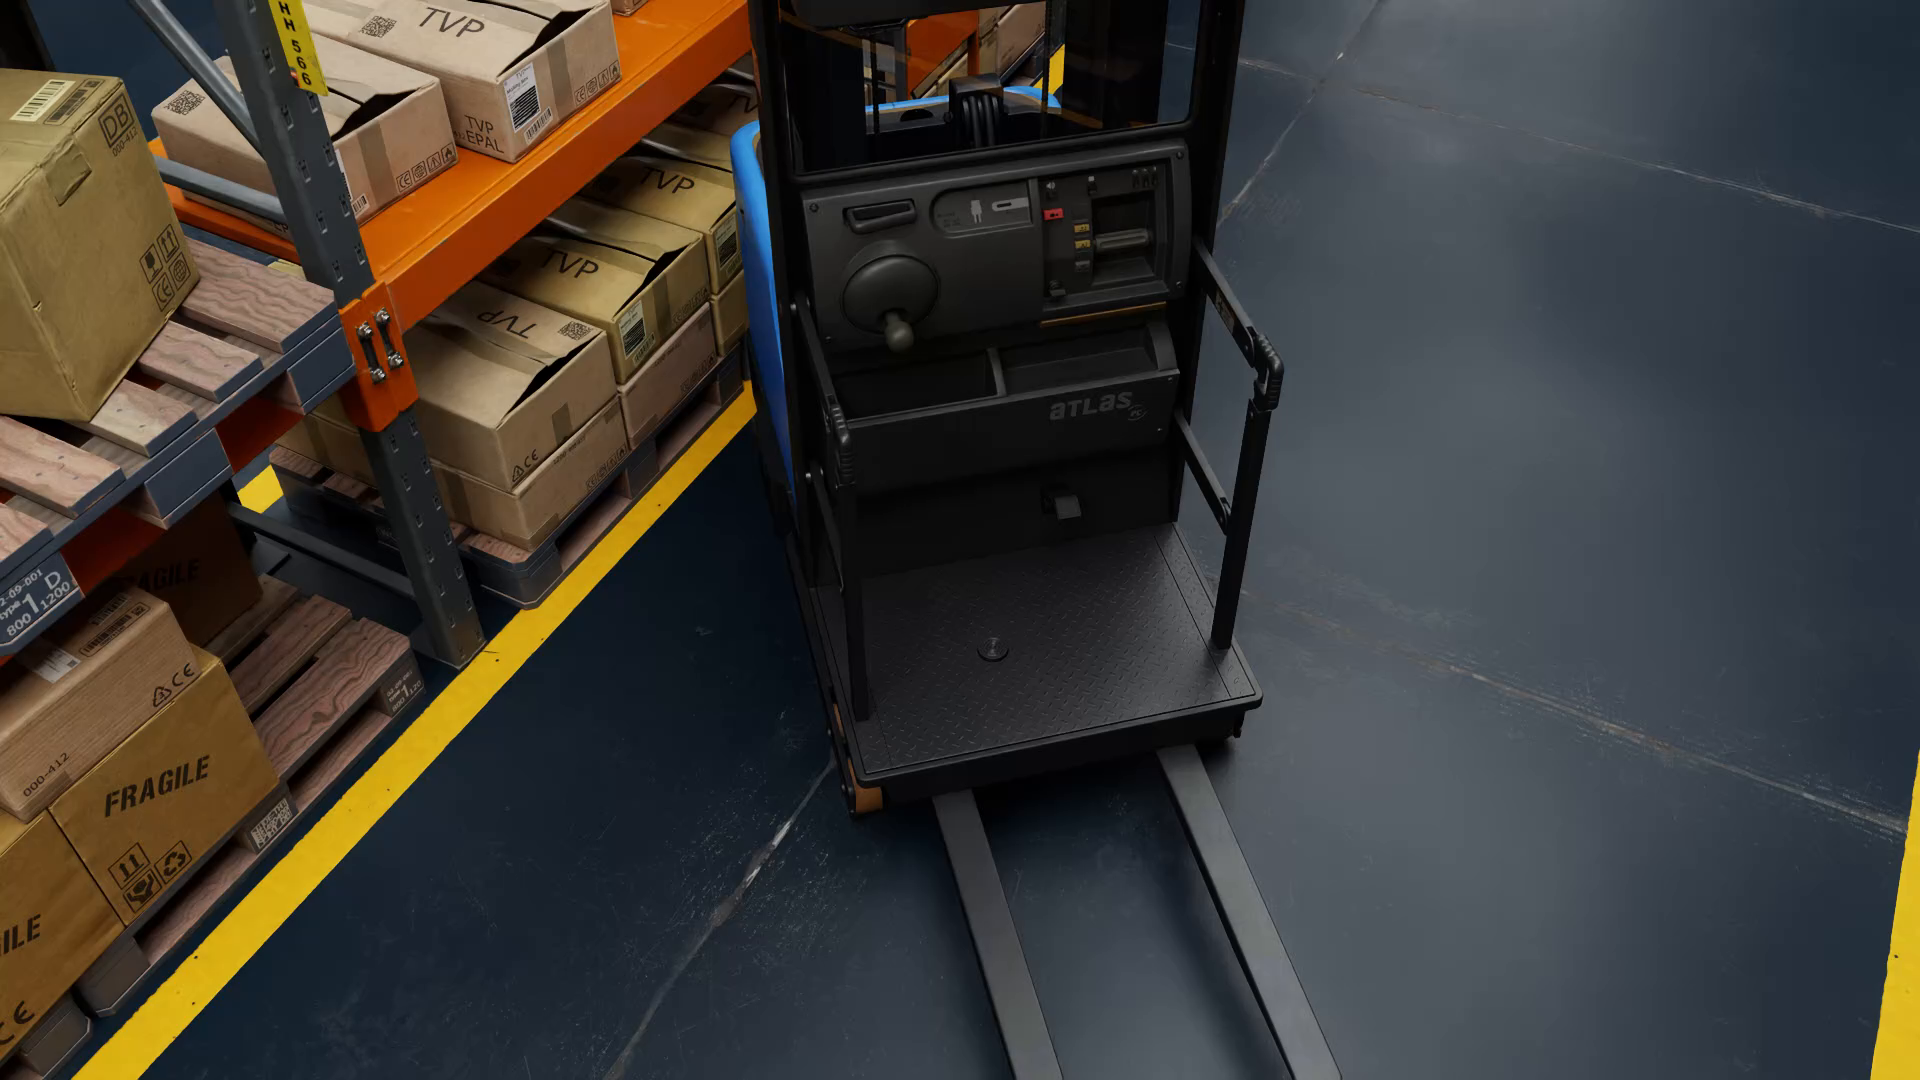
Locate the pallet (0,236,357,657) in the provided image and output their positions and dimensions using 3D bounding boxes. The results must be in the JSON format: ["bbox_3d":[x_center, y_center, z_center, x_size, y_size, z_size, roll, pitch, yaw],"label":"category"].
[{"bbox_3d":[-2.127,-0.353,3.624,1.213,0.211,1.003,20,49,19],"label":"pallet"}]

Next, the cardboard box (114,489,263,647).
[{"bbox_3d":[-2.339,0.046,4.544,0.500,0.500,0.500,22,49,21],"label":"cardboard box"}]

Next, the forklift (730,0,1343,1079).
[{"bbox_3d":[0.155,-0.598,3.781,1.130,2.935,3.031,-10,46,-10],"label":"forklift"}]

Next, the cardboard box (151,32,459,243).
[{"bbox_3d":[-1.667,-1.054,4.245,0.500,0.311,0.500,23,50,21],"label":"cardboard box"}]

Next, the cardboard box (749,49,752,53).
[{"bbox_3d":[-0.907,-1.950,6.312,0.500,0.311,0.500,19,48,18],"label":"cardboard box"}]

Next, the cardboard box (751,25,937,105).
[{"bbox_3d":[-0.422,-1.775,6.139,0.500,0.311,0.500,20,49,19],"label":"cardboard box"}]

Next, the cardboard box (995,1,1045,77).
[{"bbox_3d":[0.046,-2.214,6.967,0.500,0.250,0.500,20,49,19],"label":"cardboard box"}]

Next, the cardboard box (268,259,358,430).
[{"bbox_3d":[-1.850,-0.660,5.037,0.500,0.311,0.500,22,49,20],"label":"cardboard box"}]

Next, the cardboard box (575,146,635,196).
[{"bbox_3d":[-1.378,-1.306,5.676,0.500,0.311,0.500,20,49,19],"label":"cardboard box"}]

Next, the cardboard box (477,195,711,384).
[{"bbox_3d":[-1.135,-0.815,5.190,0.500,0.311,0.500,19,48,18],"label":"cardboard box"}]

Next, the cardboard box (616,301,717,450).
[{"bbox_3d":[-1.139,-0.601,5.373,0.500,0.250,0.500,19,48,18],"label":"cardboard box"}]

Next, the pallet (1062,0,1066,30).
[{"bbox_3d":[0.388,-2.897,7.965,1.003,0.211,1.213,20,49,19],"label":"pallet"}]

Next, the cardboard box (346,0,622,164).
[{"bbox_3d":[-1.288,-1.338,4.527,0.500,0.311,0.500,20,49,19],"label":"cardboard box"}]

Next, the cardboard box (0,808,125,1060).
[{"bbox_3d":[-2.342,0.846,3.753,0.500,0.500,0.500,19,48,18],"label":"cardboard box"}]

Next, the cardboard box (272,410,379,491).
[{"bbox_3d":[-1.847,-0.463,5.237,0.500,0.250,0.500,22,49,20],"label":"cardboard box"}]

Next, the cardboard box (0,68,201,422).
[{"bbox_3d":[-2.067,-0.619,3.387,0.700,0.500,0.500,6,46,6],"label":"cardboard box"}]

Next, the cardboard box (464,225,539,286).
[{"bbox_3d":[-1.614,-0.989,5.363,0.500,0.311,0.500,20,49,18],"label":"cardboard box"}]

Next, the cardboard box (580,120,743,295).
[{"bbox_3d":[-0.896,-1.136,5.507,0.500,0.311,0.500,19,48,18],"label":"cardboard box"}]

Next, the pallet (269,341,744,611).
[{"bbox_3d":[-1.458,-0.396,5.493,1.003,0.211,1.213,20,49,19],"label":"pallet"}]

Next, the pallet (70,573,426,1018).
[{"bbox_3d":[-2.255,0.568,4.540,1.003,0.211,1.213,20,49,19],"label":"pallet"}]

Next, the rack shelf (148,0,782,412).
[{"bbox_3d":[-0.946,-1.877,5.502,1.077,0.370,4.000,20,49,19],"label":"rack shelf"}]

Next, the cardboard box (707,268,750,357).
[{"bbox_3d":[-0.903,-0.931,5.699,0.500,0.250,0.500,19,48,18],"label":"cardboard box"}]

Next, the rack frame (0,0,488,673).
[{"bbox_3d":[-1.875,-0.870,4.001,1.000,3.000,0.127,20,49,19],"label":"rack frame"}]

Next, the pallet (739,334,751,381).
[{"bbox_3d":[-0.891,-1.162,6.250,1.003,0.211,1.213,20,49,19],"label":"pallet"}]

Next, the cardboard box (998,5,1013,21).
[{"bbox_3d":[0.048,-2.419,6.775,0.500,0.311,0.500,20,49,19],"label":"cardboard box"}]

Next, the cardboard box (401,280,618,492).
[{"bbox_3d":[-1.372,-0.481,4.861,0.500,0.311,0.500,22,49,20],"label":"cardboard box"}]

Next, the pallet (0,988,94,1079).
[{"bbox_3d":[-2.822,1.333,3.784,1.003,0.211,1.213,20,49,19],"label":"pallet"}]

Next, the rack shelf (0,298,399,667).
[{"bbox_3d":[-2.803,0.643,3.012,1.077,0.370,4.000,20,49,19],"label":"rack shelf"}]

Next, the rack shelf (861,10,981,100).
[{"bbox_3d":[-0.231,-1.588,5.355,0.431,0.518,0.480,20,48,19],"label":"rack shelf"}]

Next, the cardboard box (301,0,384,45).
[{"bbox_3d":[-1.702,-1.440,4.741,0.380,0.149,0.250,20,49,19],"label":"cardboard box"}]

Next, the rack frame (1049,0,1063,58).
[{"bbox_3d":[-0.018,-3.390,6.492,1.000,3.000,0.127,20,49,19],"label":"rack frame"}]

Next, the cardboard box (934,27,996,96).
[{"bbox_3d":[-0.190,-1.896,6.653,0.500,0.250,0.500,20,49,18],"label":"cardboard box"}]

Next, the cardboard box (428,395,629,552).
[{"bbox_3d":[-1.372,-0.284,5.060,0.500,0.250,0.500,20,49,19],"label":"cardboard box"}]

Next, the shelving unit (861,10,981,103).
[{"bbox_3d":[-0.231,-1.597,5.346,0.431,2.100,0.503,20,48,19],"label":"shelving unit"}]

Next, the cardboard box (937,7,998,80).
[{"bbox_3d":[-0.188,-2.089,6.449,0.500,0.311,0.500,22,49,20],"label":"cardboard box"}]

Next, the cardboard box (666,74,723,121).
[{"bbox_3d":[-1.143,-1.621,5.987,0.500,0.311,0.500,22,49,20],"label":"cardboard box"}]

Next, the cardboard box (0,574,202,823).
[{"bbox_3d":[-2.124,0.294,3.772,0.500,0.250,0.500,22,49,21],"label":"cardboard box"}]

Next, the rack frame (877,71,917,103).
[{"bbox_3d":[-0.119,-1.751,5.499,0.400,2.100,0.015,20,48,19],"label":"rack frame"}]

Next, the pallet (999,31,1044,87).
[{"bbox_3d":[-0.325,-1.933,7.012,1.003,0.211,1.213,20,49,19],"label":"pallet"}]

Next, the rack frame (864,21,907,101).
[{"bbox_3d":[-0.343,-1.444,5.192,0.400,2.100,0.015,20,48,19],"label":"rack frame"}]

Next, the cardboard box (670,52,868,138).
[{"bbox_3d":[-0.658,-1.460,5.827,0.500,0.311,0.500,20,49,19],"label":"cardboard box"}]

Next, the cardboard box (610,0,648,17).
[{"bbox_3d":[-1.110,-1.968,5.016,0.500,0.500,0.500,18,48,17],"label":"cardboard box"}]

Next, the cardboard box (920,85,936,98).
[{"bbox_3d":[-0.427,-1.574,6.334,0.500,0.250,0.500,21,49,20],"label":"cardboard box"}]

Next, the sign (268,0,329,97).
[{"bbox_3d":[-1.390,-1.076,3.446,0.100,0.325,0.005,20,49,19],"label":"sign"}]

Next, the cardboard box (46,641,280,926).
[{"bbox_3d":[-2.101,0.520,4.075,0.500,0.500,0.500,22,49,21],"label":"cardboard box"}]
